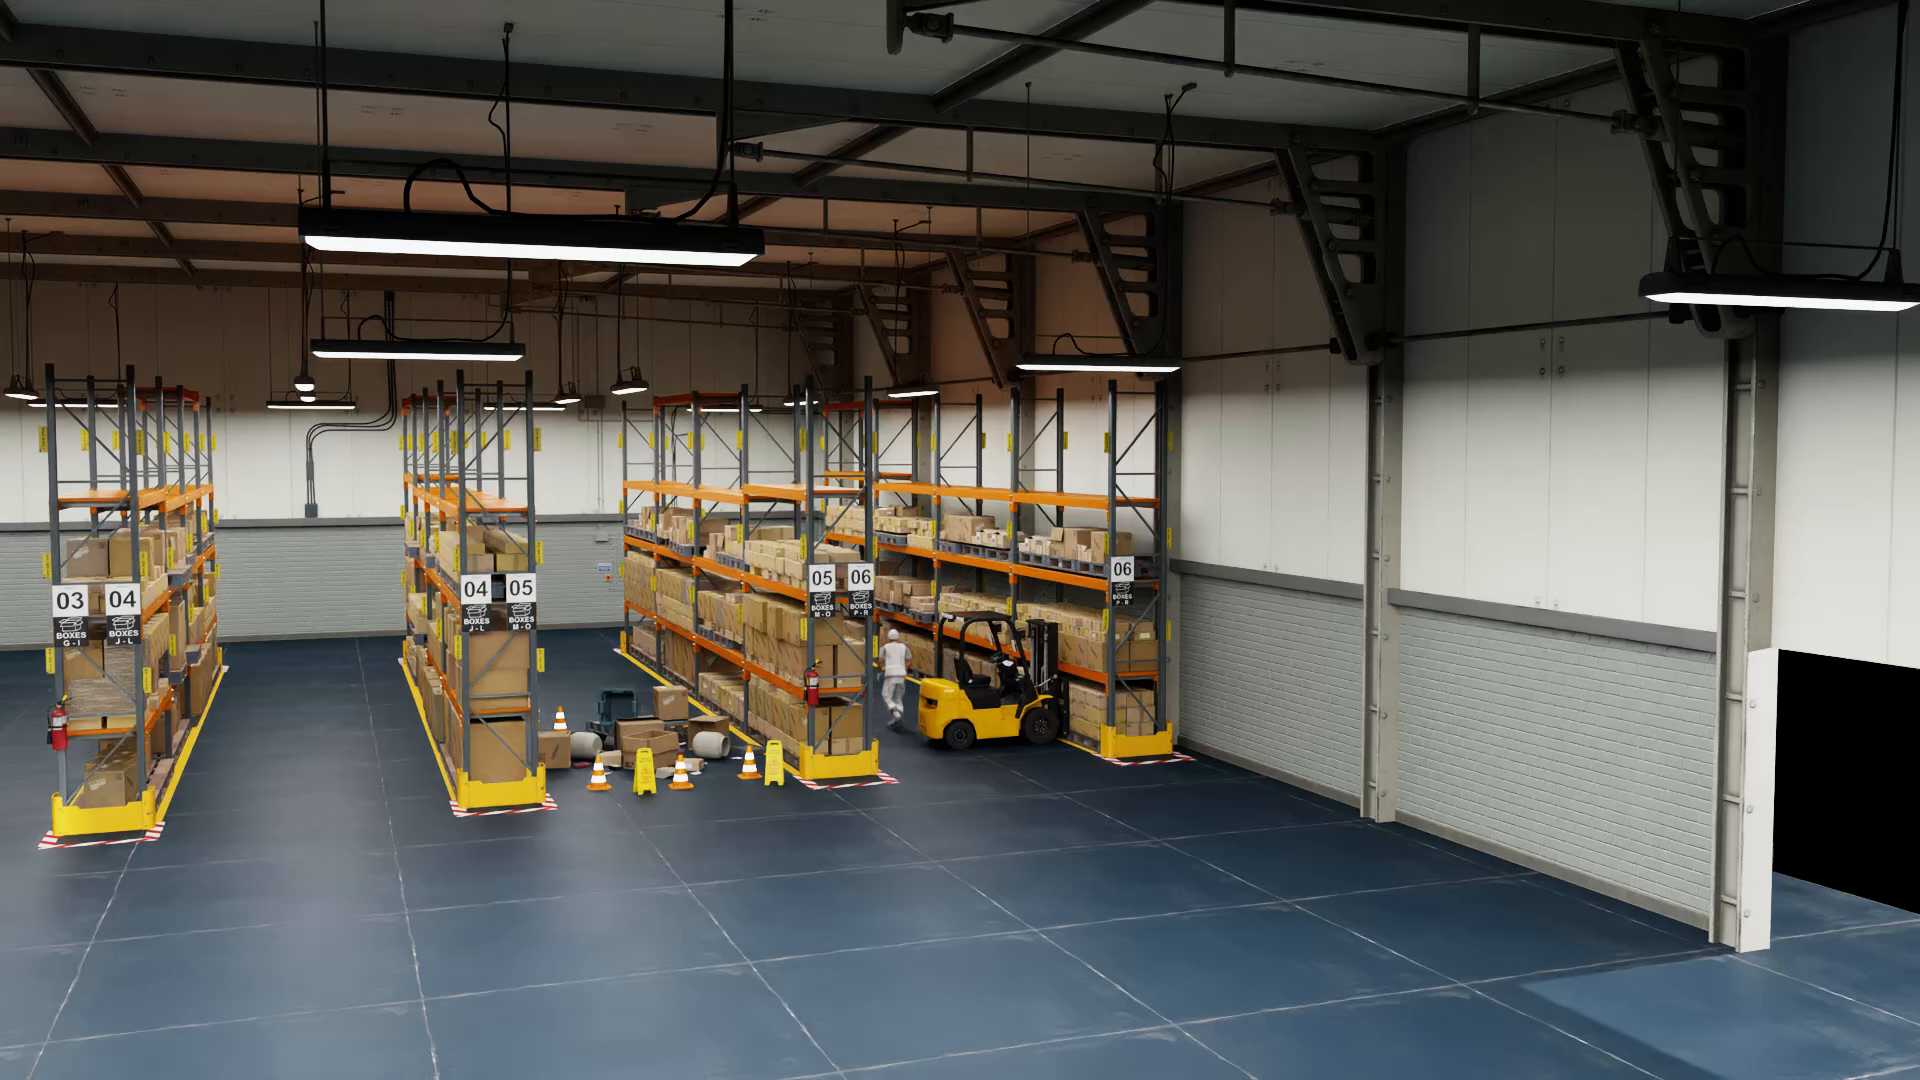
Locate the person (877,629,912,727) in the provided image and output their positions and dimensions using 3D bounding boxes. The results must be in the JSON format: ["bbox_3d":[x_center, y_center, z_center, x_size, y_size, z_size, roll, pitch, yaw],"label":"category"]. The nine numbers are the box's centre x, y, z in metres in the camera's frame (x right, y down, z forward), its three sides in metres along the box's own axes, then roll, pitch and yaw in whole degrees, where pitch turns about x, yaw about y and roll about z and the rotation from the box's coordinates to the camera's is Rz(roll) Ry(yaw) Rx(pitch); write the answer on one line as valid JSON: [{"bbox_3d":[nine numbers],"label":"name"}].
[{"bbox_3d":[-1.111,2.443,29.345,0.627,1.702,0.756,-2,4,-26],"label":"person"}]
